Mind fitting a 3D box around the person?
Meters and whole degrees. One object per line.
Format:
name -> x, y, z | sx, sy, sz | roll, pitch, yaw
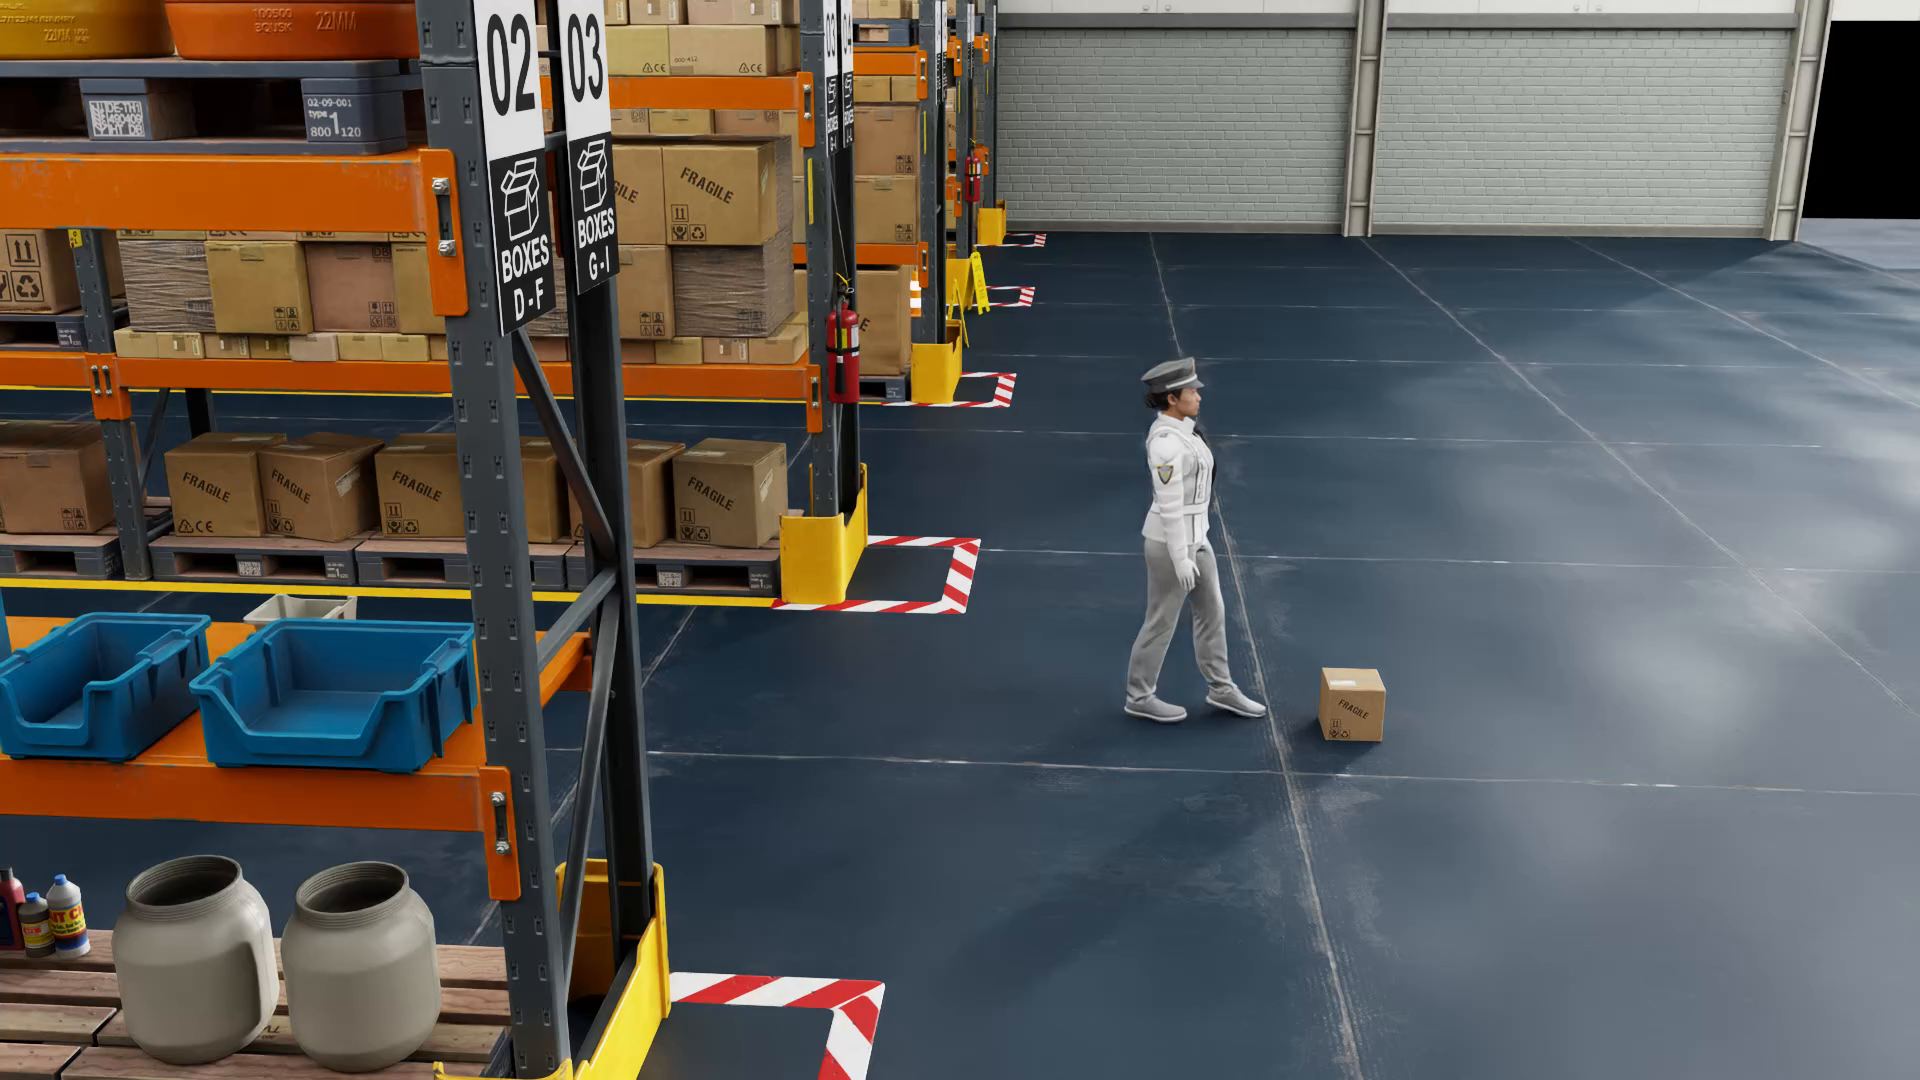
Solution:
person -> 1.082, 0.025, 7.423 | 0.637, 1.701, 0.498 | 4, 18, 14
